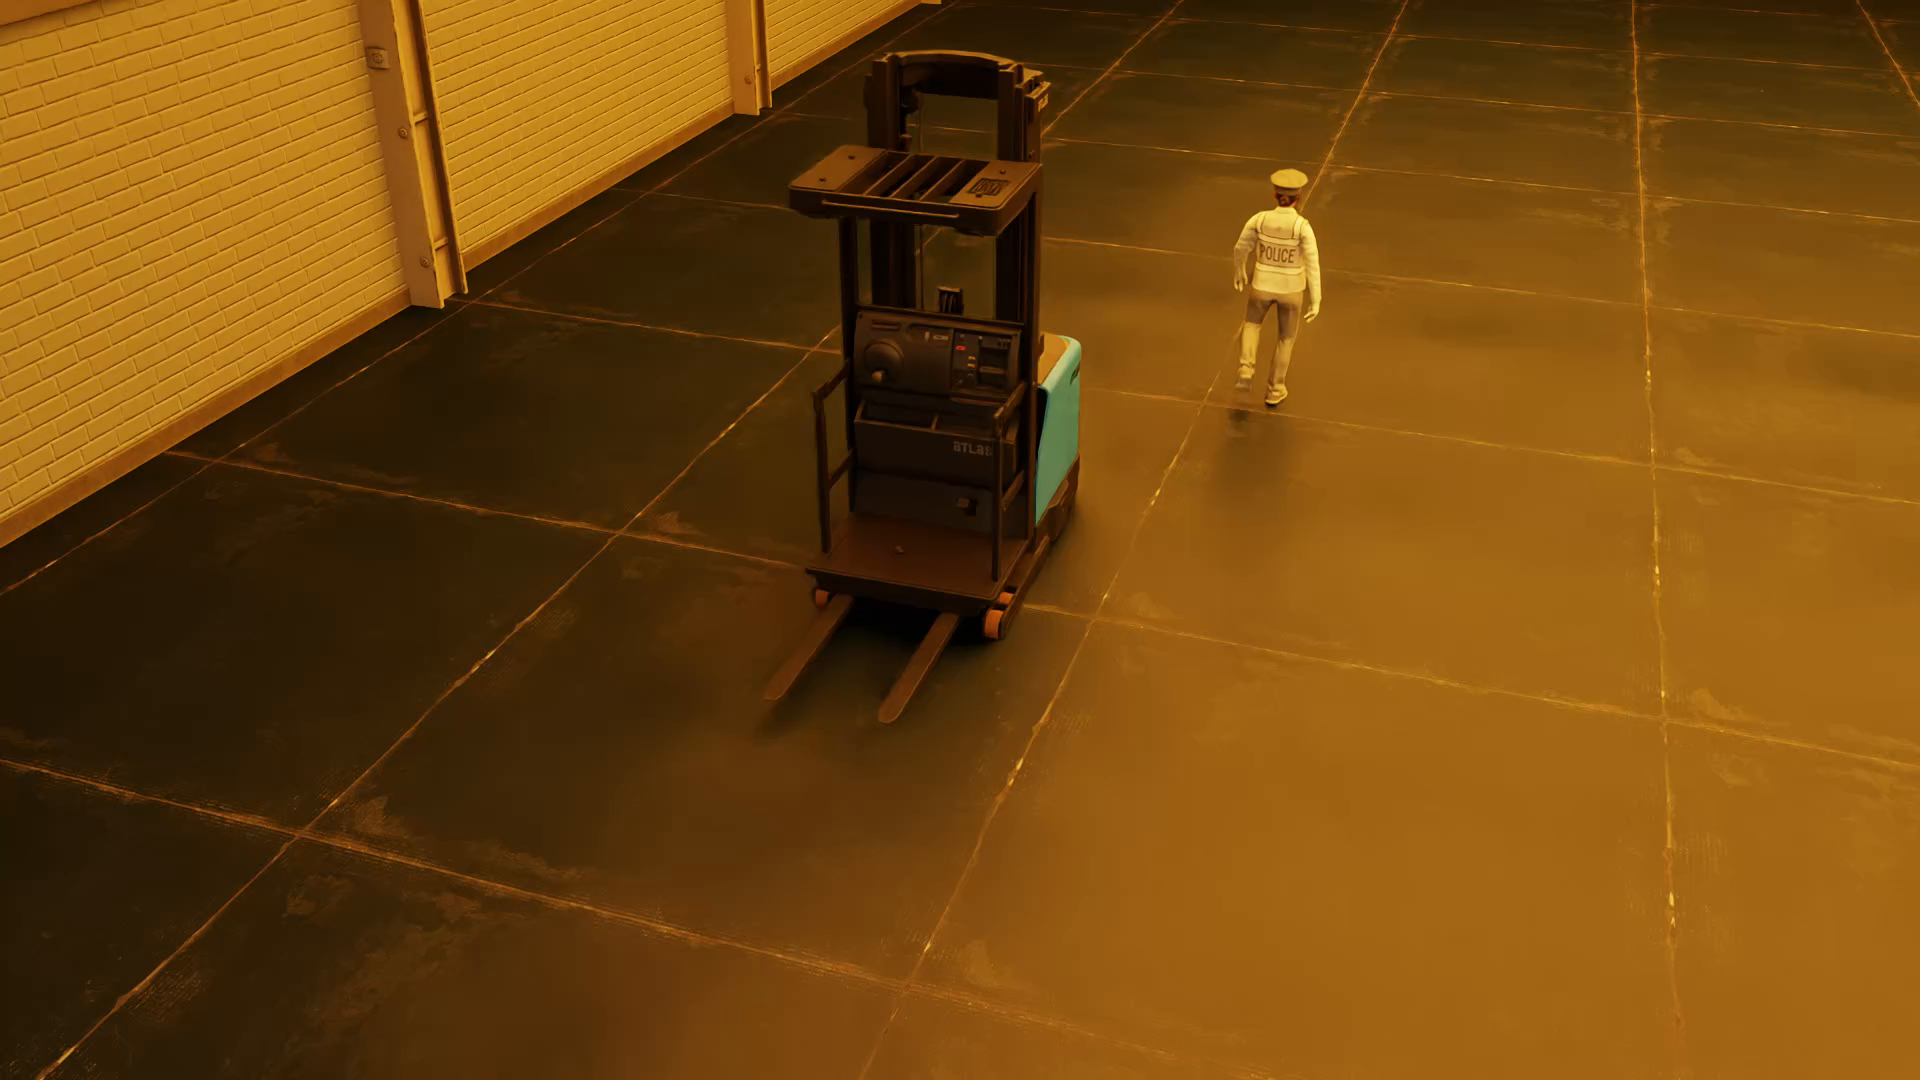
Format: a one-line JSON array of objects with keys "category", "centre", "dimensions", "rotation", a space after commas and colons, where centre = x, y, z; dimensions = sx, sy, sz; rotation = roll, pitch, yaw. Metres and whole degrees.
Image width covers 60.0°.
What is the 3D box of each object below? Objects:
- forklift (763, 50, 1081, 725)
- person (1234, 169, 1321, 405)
[{"category": "forklift", "centre": [-0.192, -0.950, 8.803], "dimensions": [1.130, 2.935, 3.031], "rotation": [9, 31, 16]}, {"category": "person", "centre": [2.173, -1.718, 11.450], "dimensions": [0.659, 1.649, 0.452], "rotation": [12, 32, 20]}]
